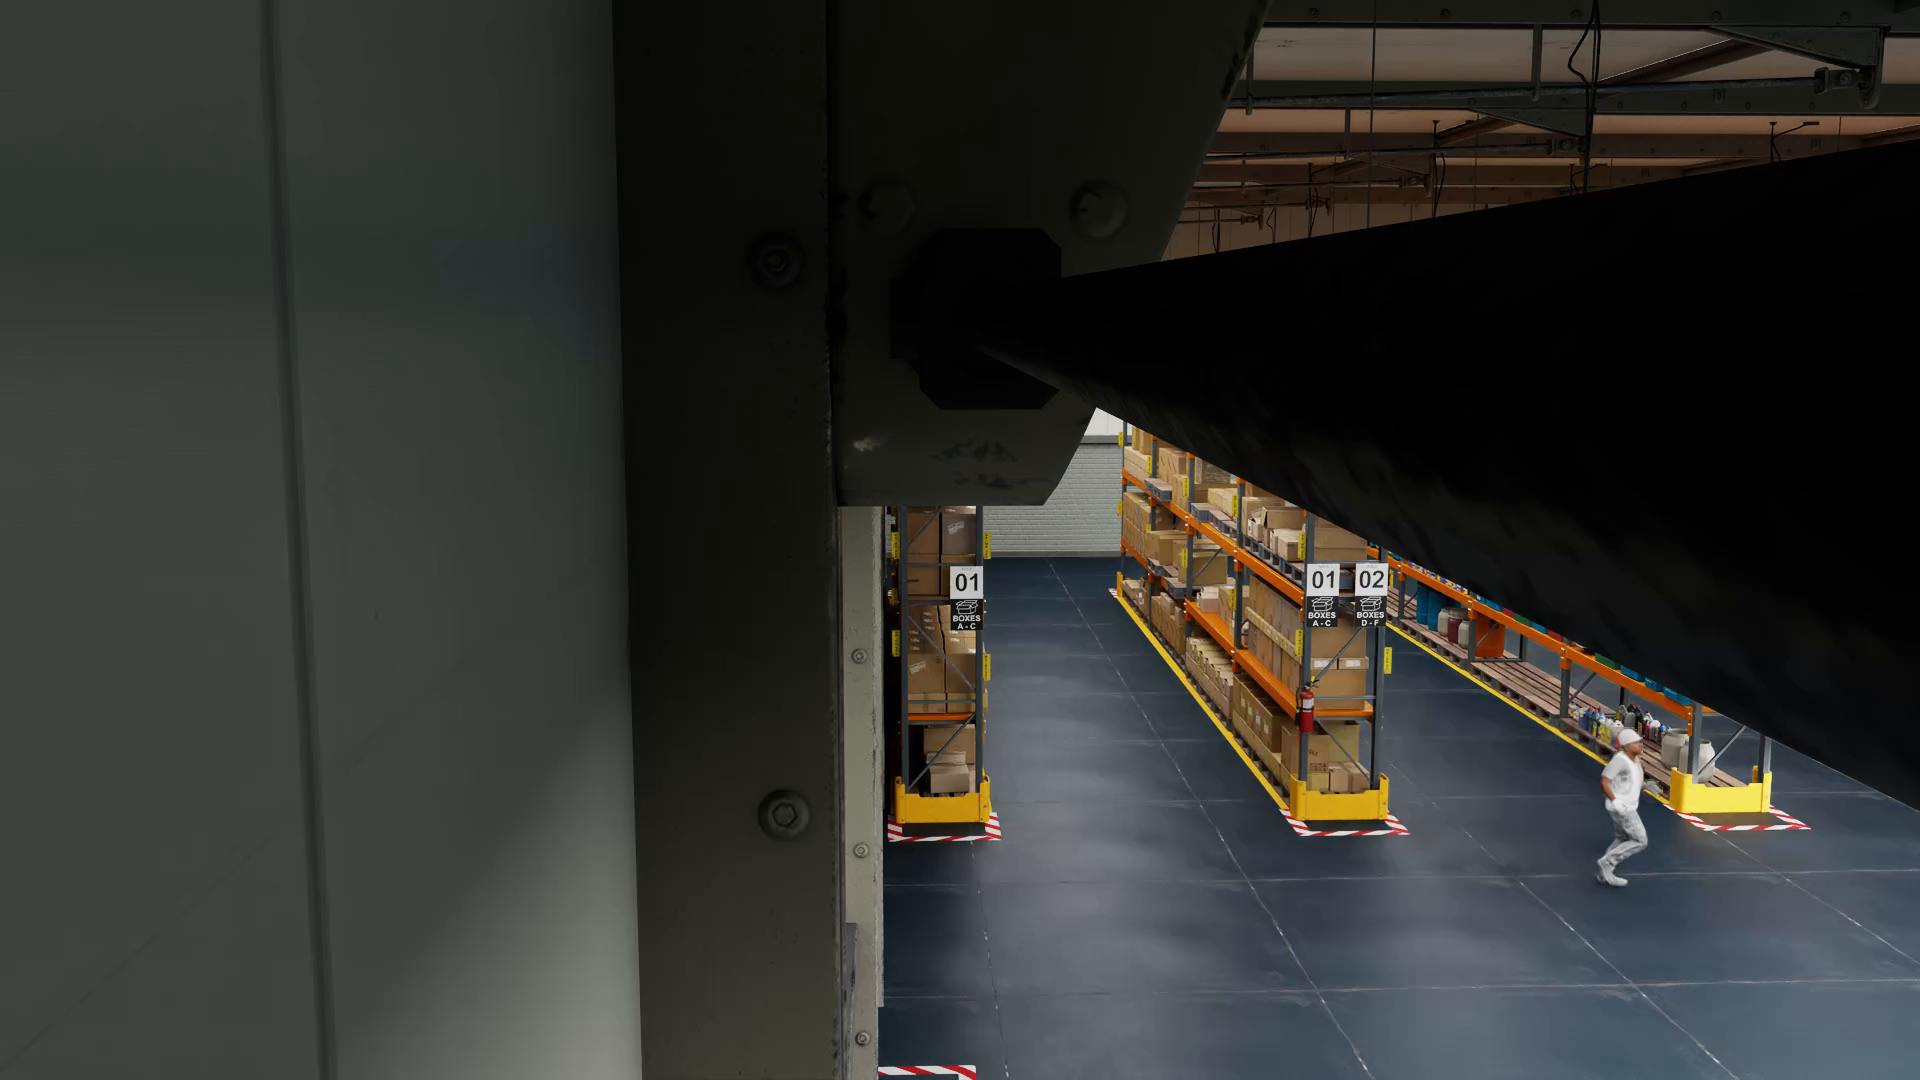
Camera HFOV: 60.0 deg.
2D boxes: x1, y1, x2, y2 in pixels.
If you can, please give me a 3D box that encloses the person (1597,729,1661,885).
[{"bbox_3d":[7.320,2.922,18.162,0.594,1.744,0.661,4,9,27],"label":"person"}]
